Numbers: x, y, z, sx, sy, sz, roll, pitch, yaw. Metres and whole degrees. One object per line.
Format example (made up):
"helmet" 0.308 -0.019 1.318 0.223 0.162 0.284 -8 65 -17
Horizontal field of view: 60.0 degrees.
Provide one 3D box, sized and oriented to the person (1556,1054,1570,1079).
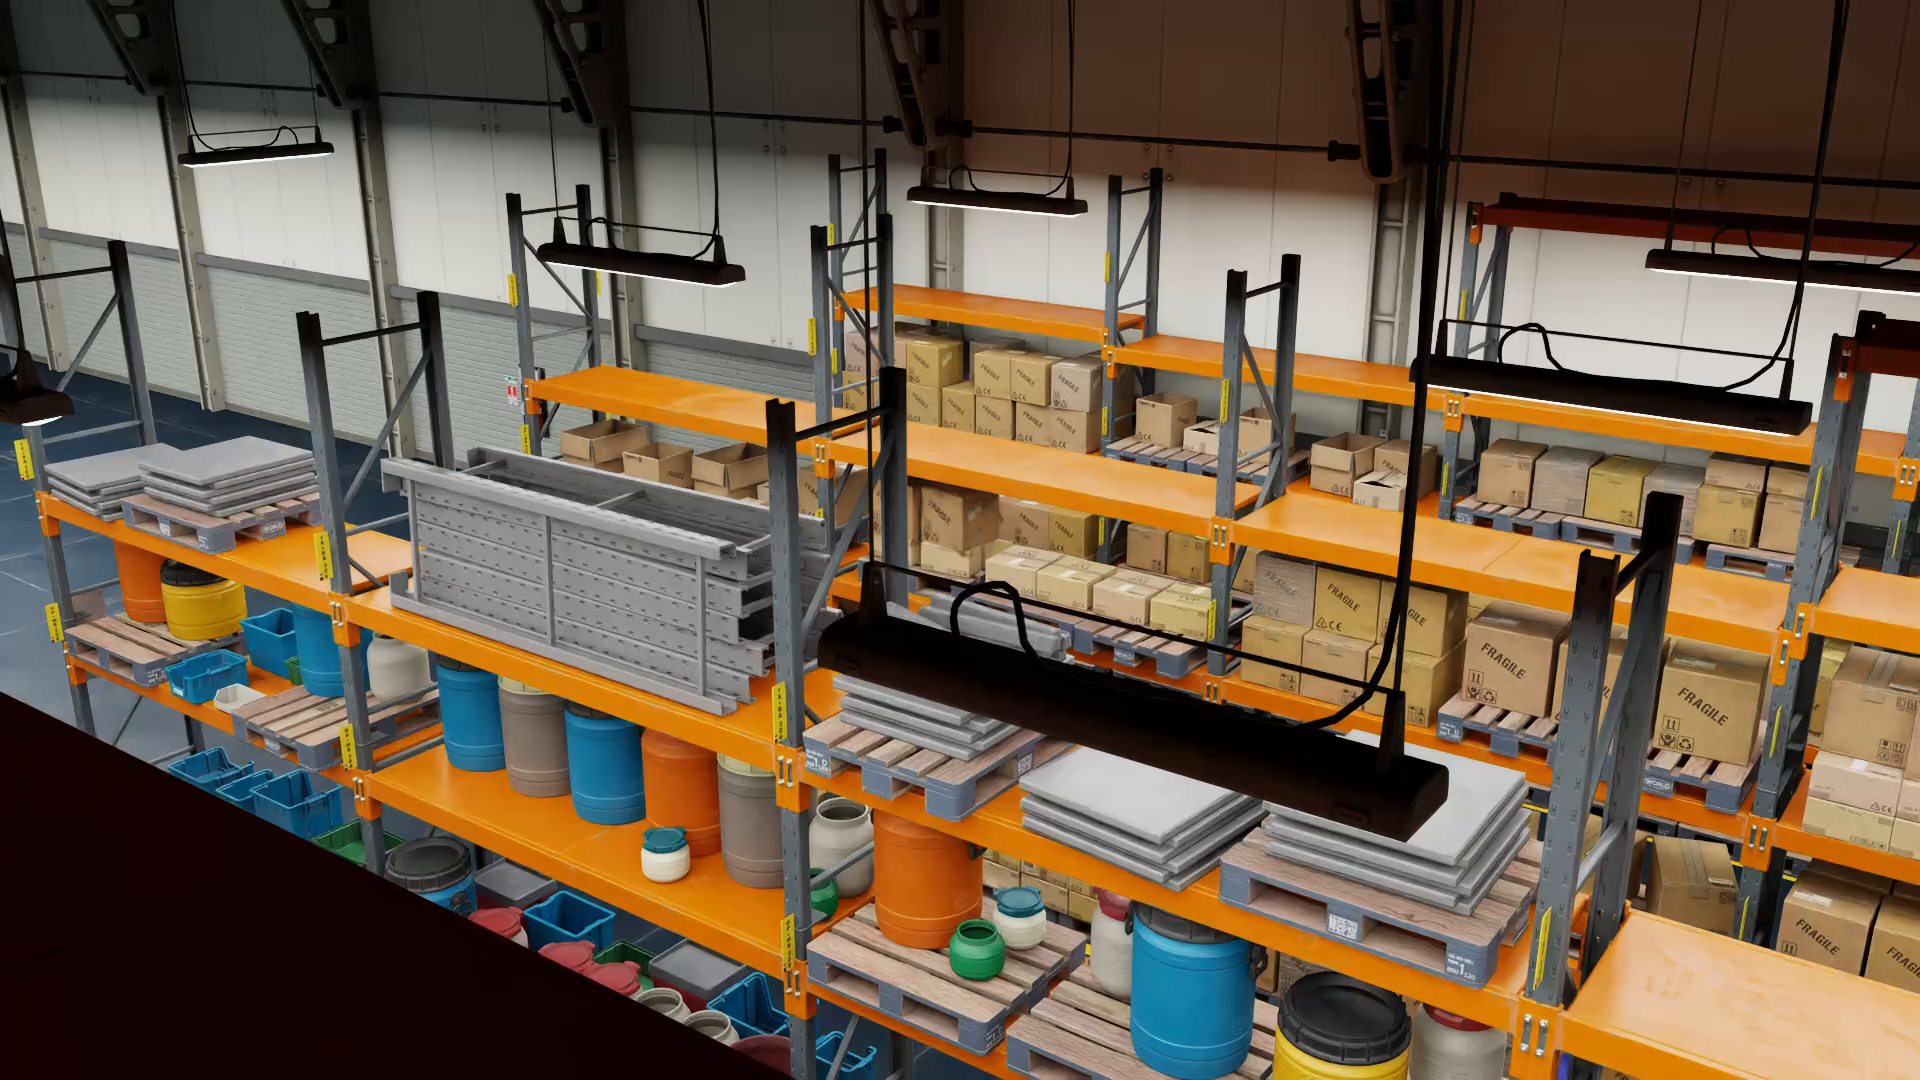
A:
"person" 3.990 3.846 11.036 0.985 1.599 0.490 15 24 38
